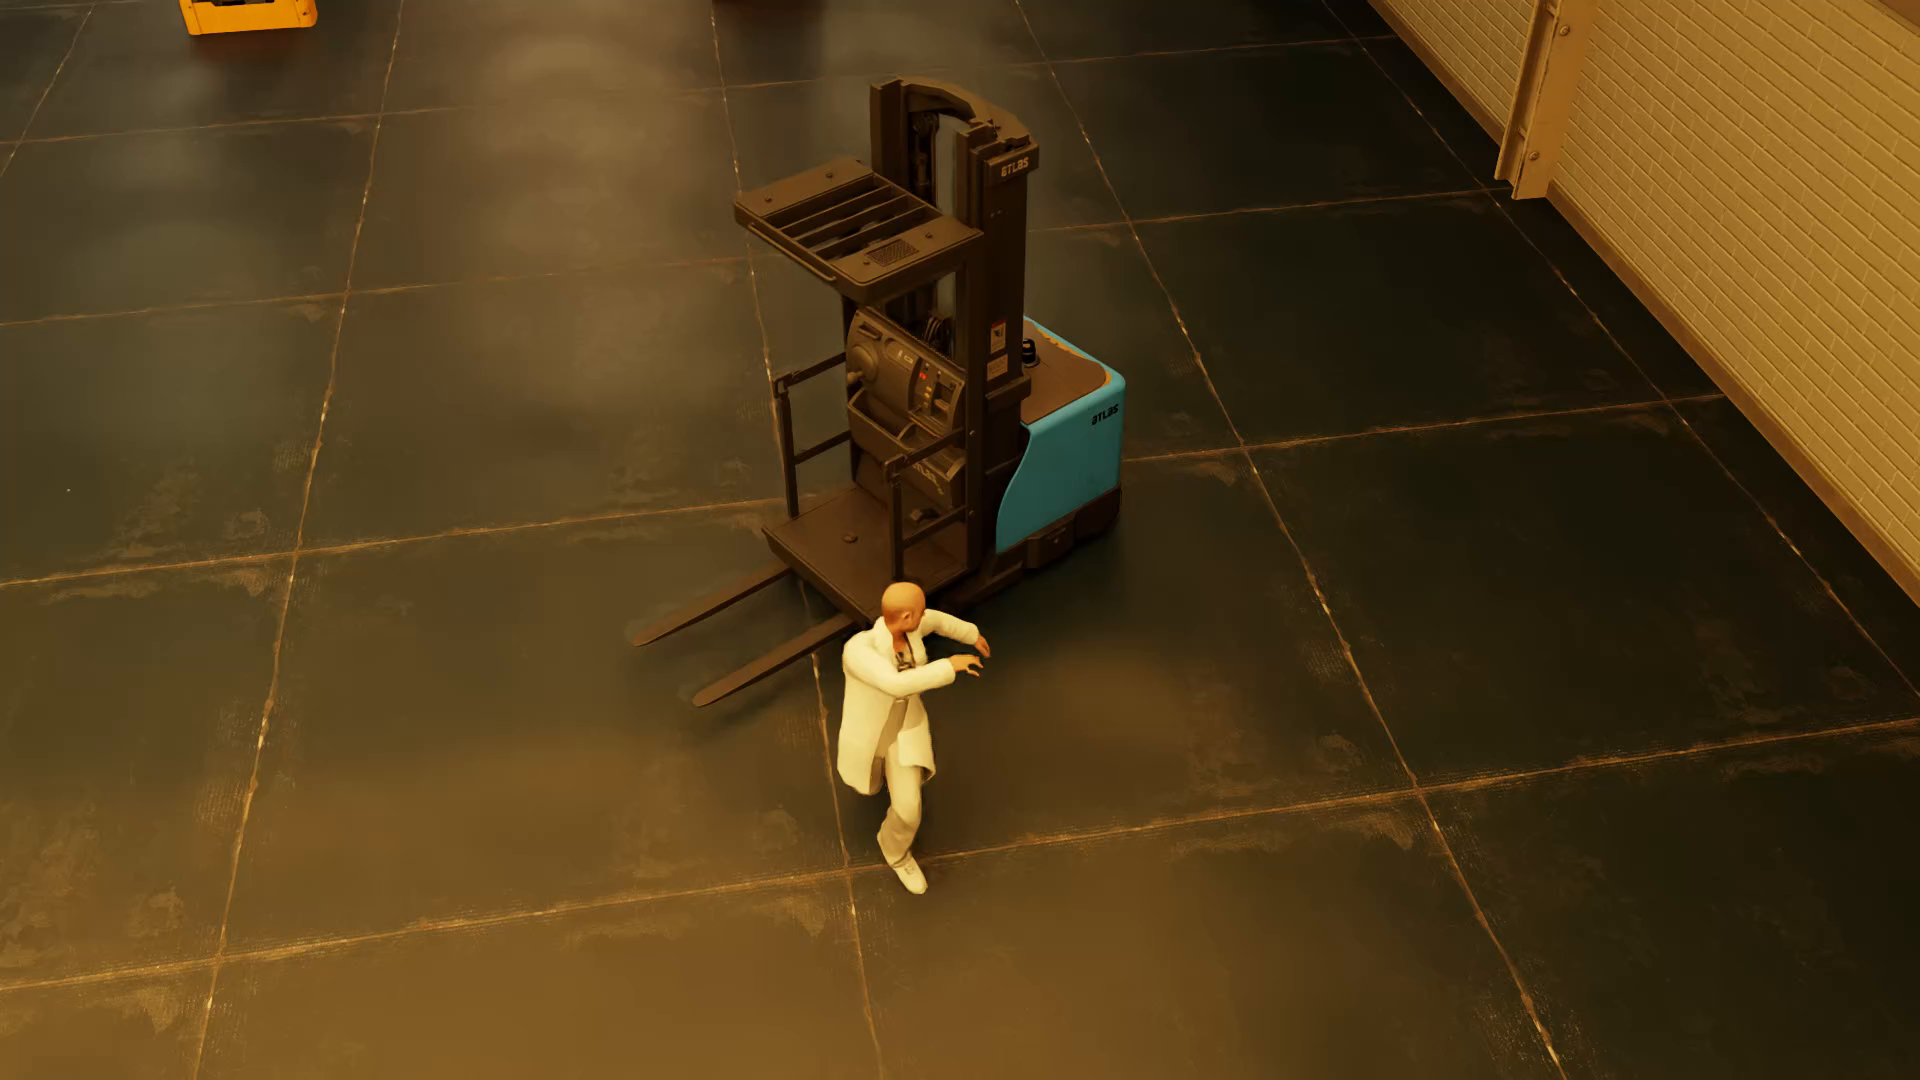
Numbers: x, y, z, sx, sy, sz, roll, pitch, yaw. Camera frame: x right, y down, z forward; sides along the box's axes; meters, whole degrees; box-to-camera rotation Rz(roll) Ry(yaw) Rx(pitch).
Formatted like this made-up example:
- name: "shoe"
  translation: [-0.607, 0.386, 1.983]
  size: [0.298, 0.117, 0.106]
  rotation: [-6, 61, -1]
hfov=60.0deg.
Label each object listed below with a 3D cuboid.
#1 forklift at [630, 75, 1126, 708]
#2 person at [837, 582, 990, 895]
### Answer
- name: "forklift"
  translation: [-0.464, -0.860, 8.968]
  size: [3.031, 2.935, 1.130]
  rotation: [-29, 48, -30]
- name: "person"
  translation: [-0.178, 0.832, 8.112]
  size: [0.877, 1.499, 1.048]
  rotation: [-10, 41, -11]
